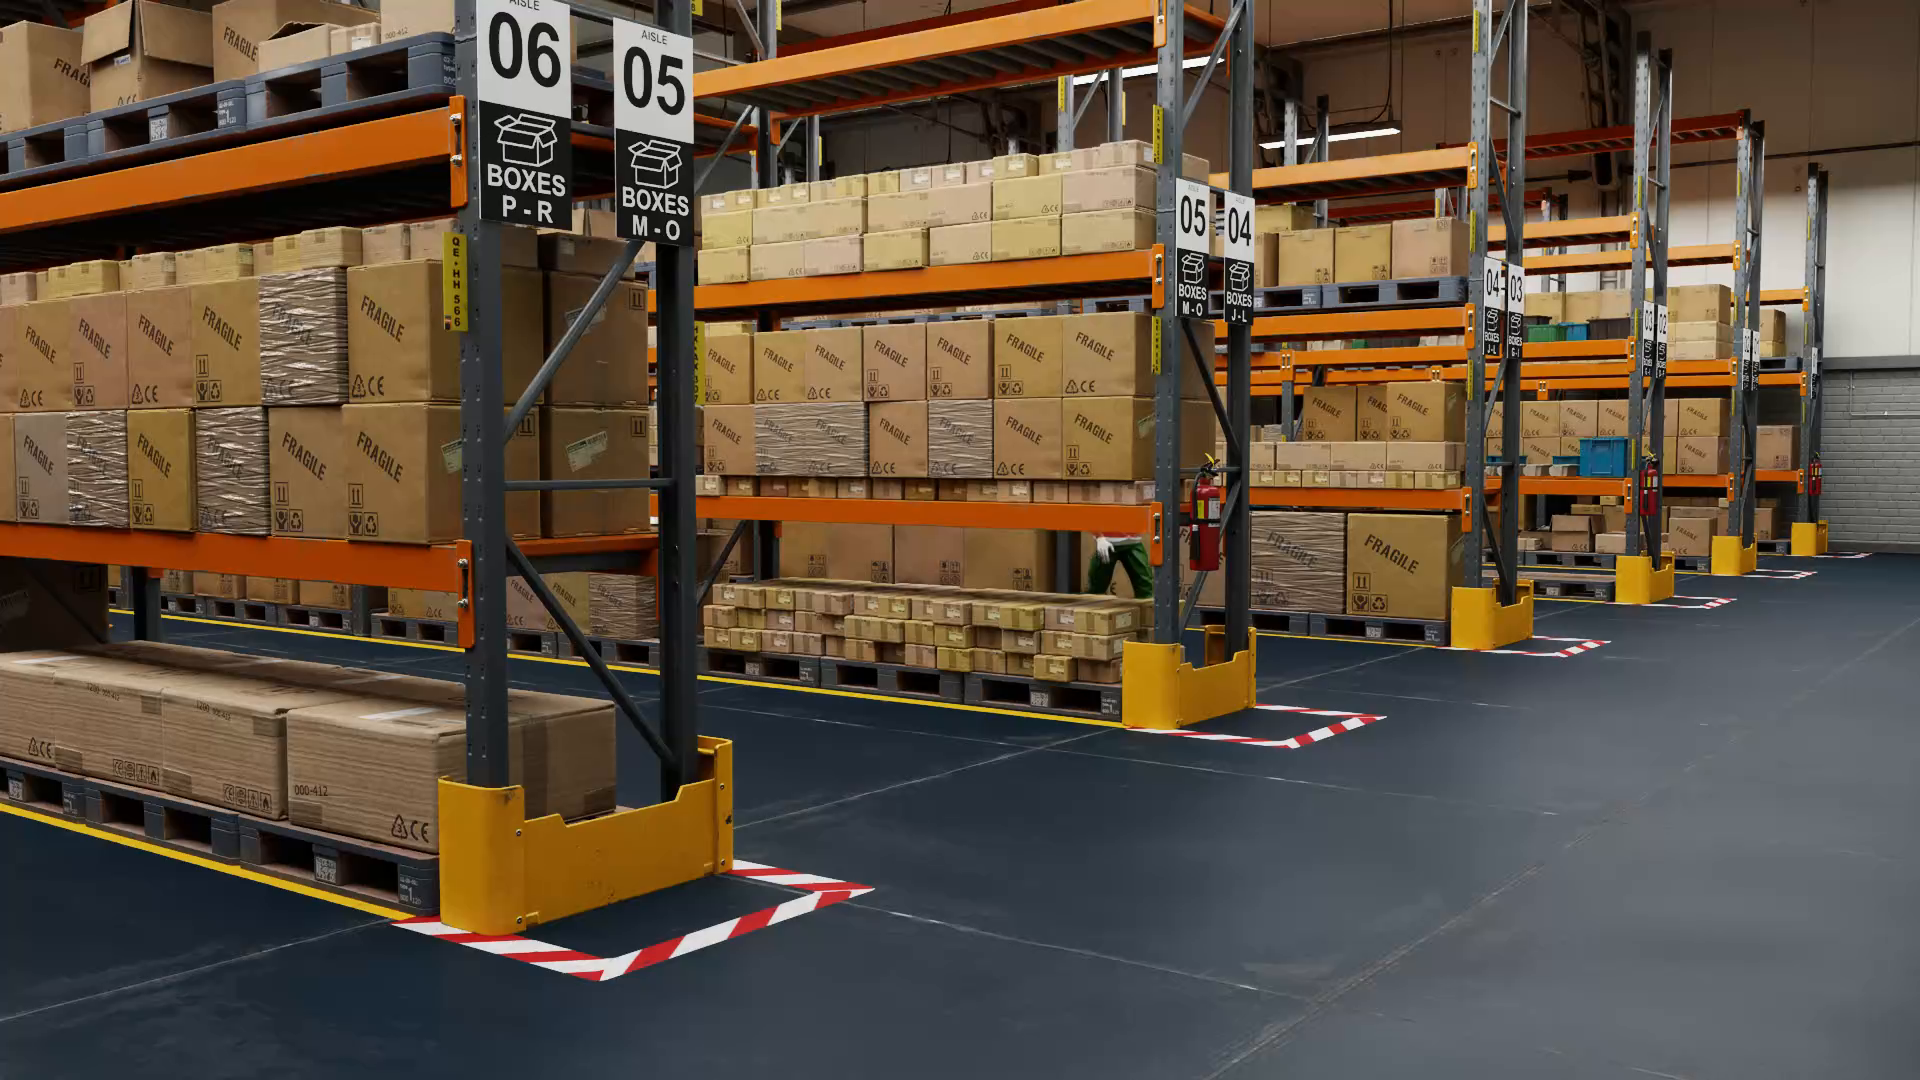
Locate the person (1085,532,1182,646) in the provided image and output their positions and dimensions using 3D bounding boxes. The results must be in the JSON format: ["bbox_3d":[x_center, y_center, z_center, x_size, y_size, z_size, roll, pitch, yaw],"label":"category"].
[{"bbox_3d":[1.298,0.019,13.372,0.609,1.733,1.076,-2,4,-31],"label":"person"}]
